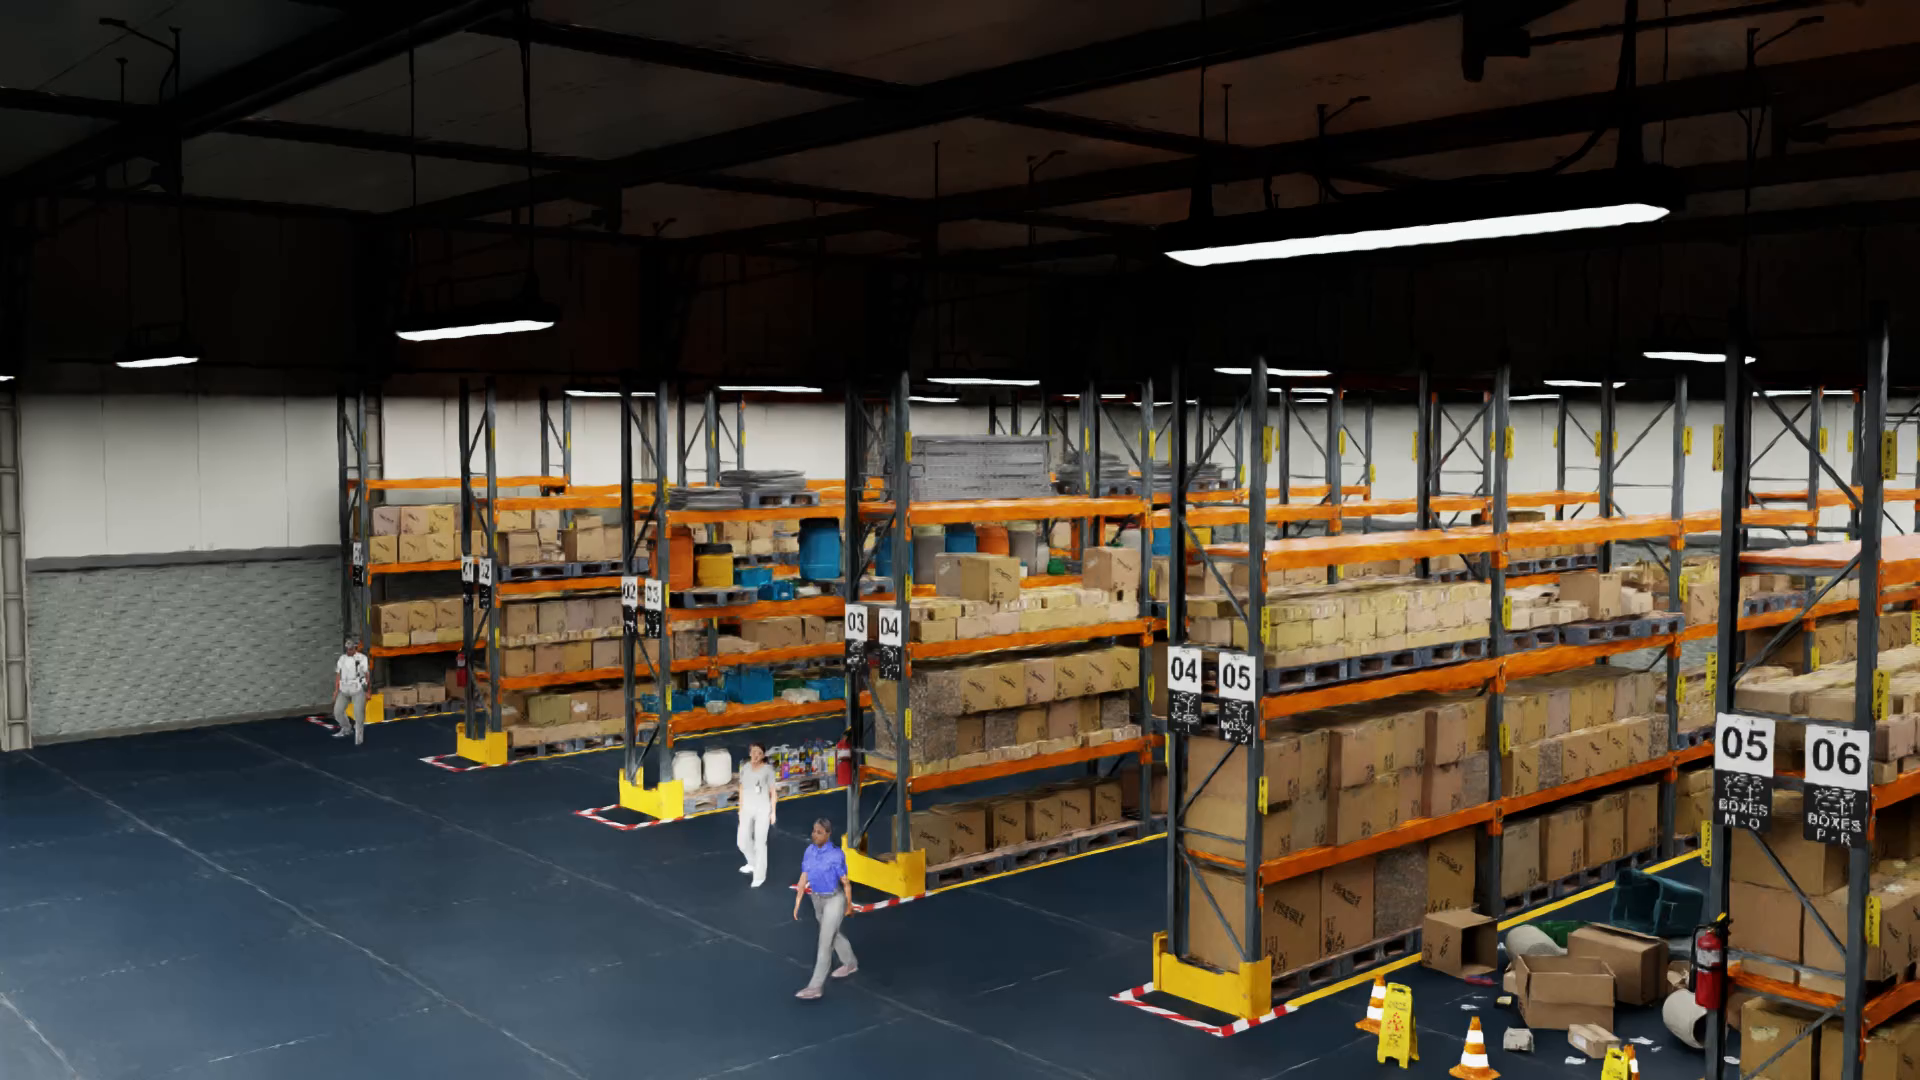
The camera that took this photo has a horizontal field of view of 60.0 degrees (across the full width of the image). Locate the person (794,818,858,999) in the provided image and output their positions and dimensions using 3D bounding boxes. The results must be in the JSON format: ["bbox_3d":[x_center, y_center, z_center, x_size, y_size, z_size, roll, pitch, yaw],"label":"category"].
[{"bbox_3d":[-1.254,3.352,15.361,0.443,1.573,0.996,3,5,40],"label":"person"}]

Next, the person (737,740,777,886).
[{"bbox_3d":[-2.307,3.090,19.019,0.509,1.662,0.529,1,4,17],"label":"person"}]

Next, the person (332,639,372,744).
[{"bbox_3d":[-10.131,2.487,27.561,0.730,1.741,0.557,0,4,6],"label":"person"}]
